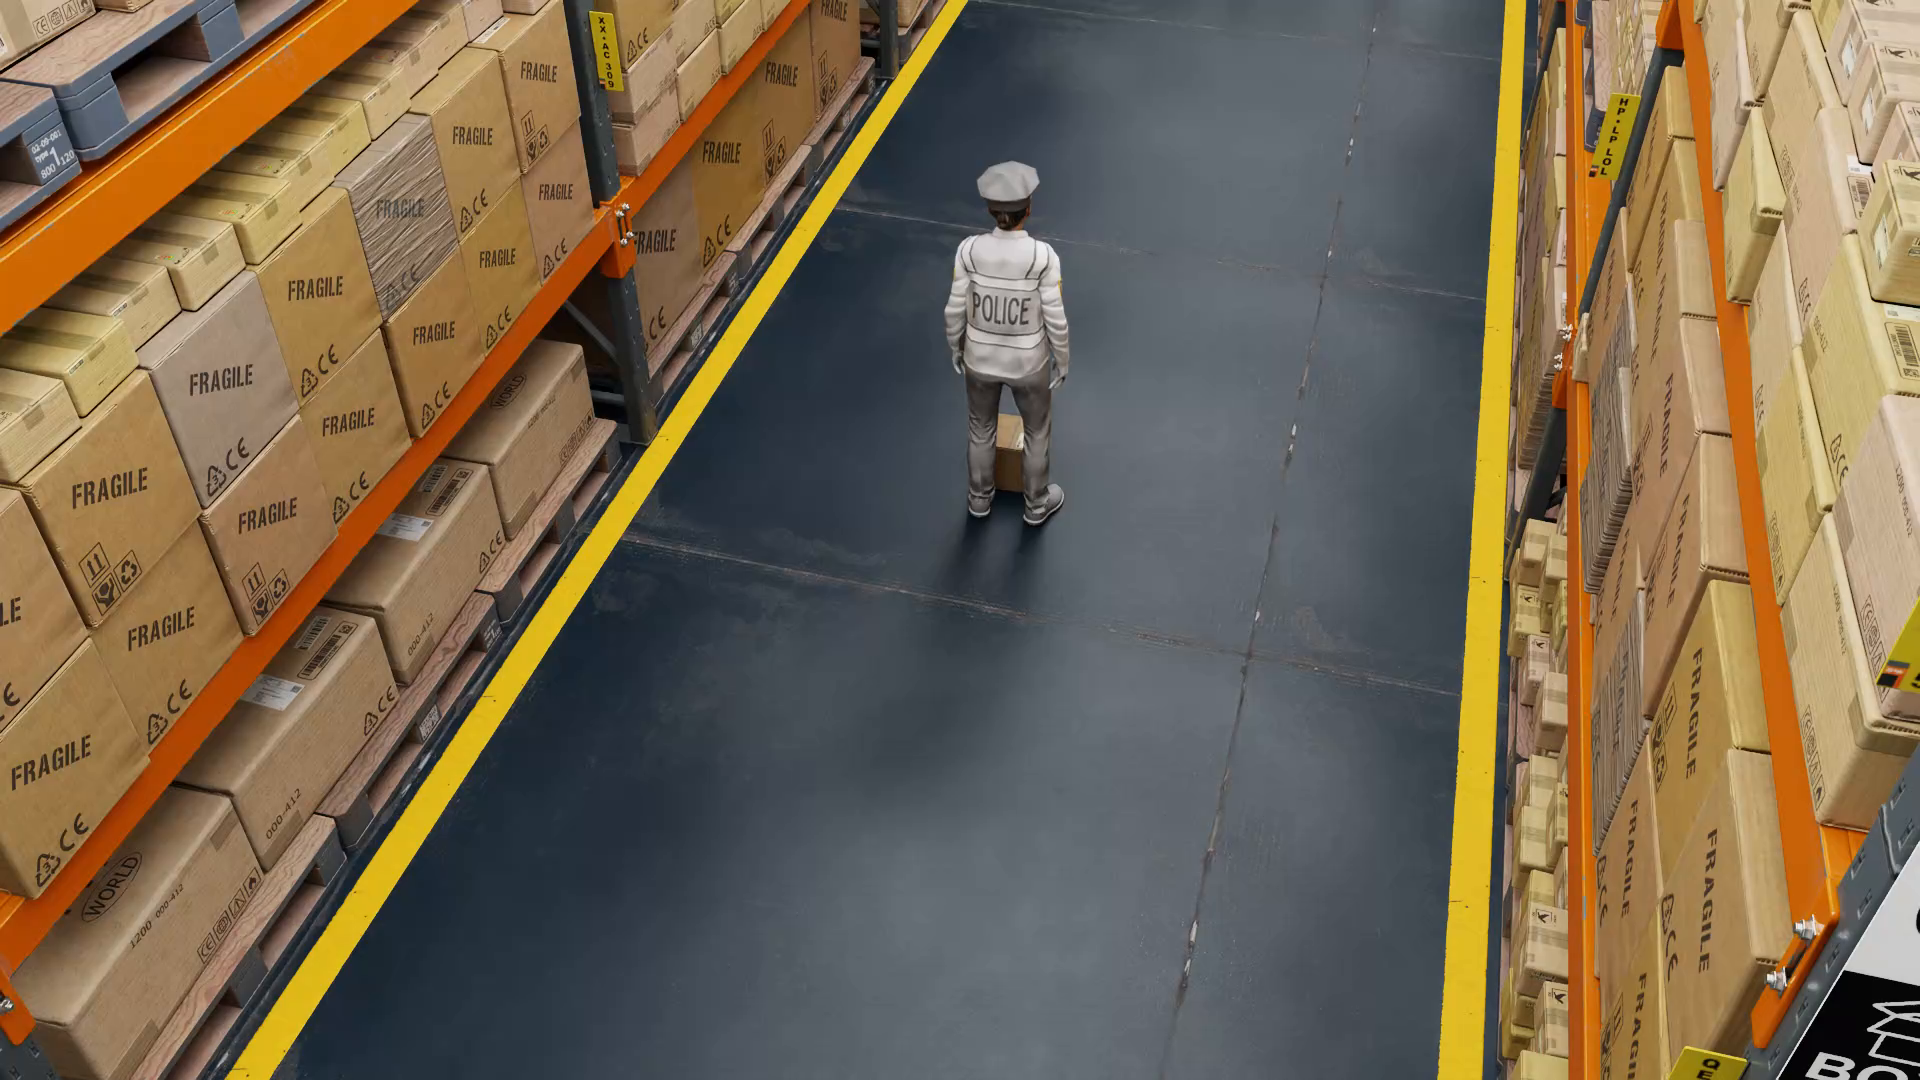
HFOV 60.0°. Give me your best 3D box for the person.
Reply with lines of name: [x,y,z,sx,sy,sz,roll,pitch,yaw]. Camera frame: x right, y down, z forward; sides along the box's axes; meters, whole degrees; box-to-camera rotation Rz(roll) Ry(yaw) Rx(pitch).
person: [0.202,-0.772,7.036,0.526,1.663,0.373,9,42,10]
